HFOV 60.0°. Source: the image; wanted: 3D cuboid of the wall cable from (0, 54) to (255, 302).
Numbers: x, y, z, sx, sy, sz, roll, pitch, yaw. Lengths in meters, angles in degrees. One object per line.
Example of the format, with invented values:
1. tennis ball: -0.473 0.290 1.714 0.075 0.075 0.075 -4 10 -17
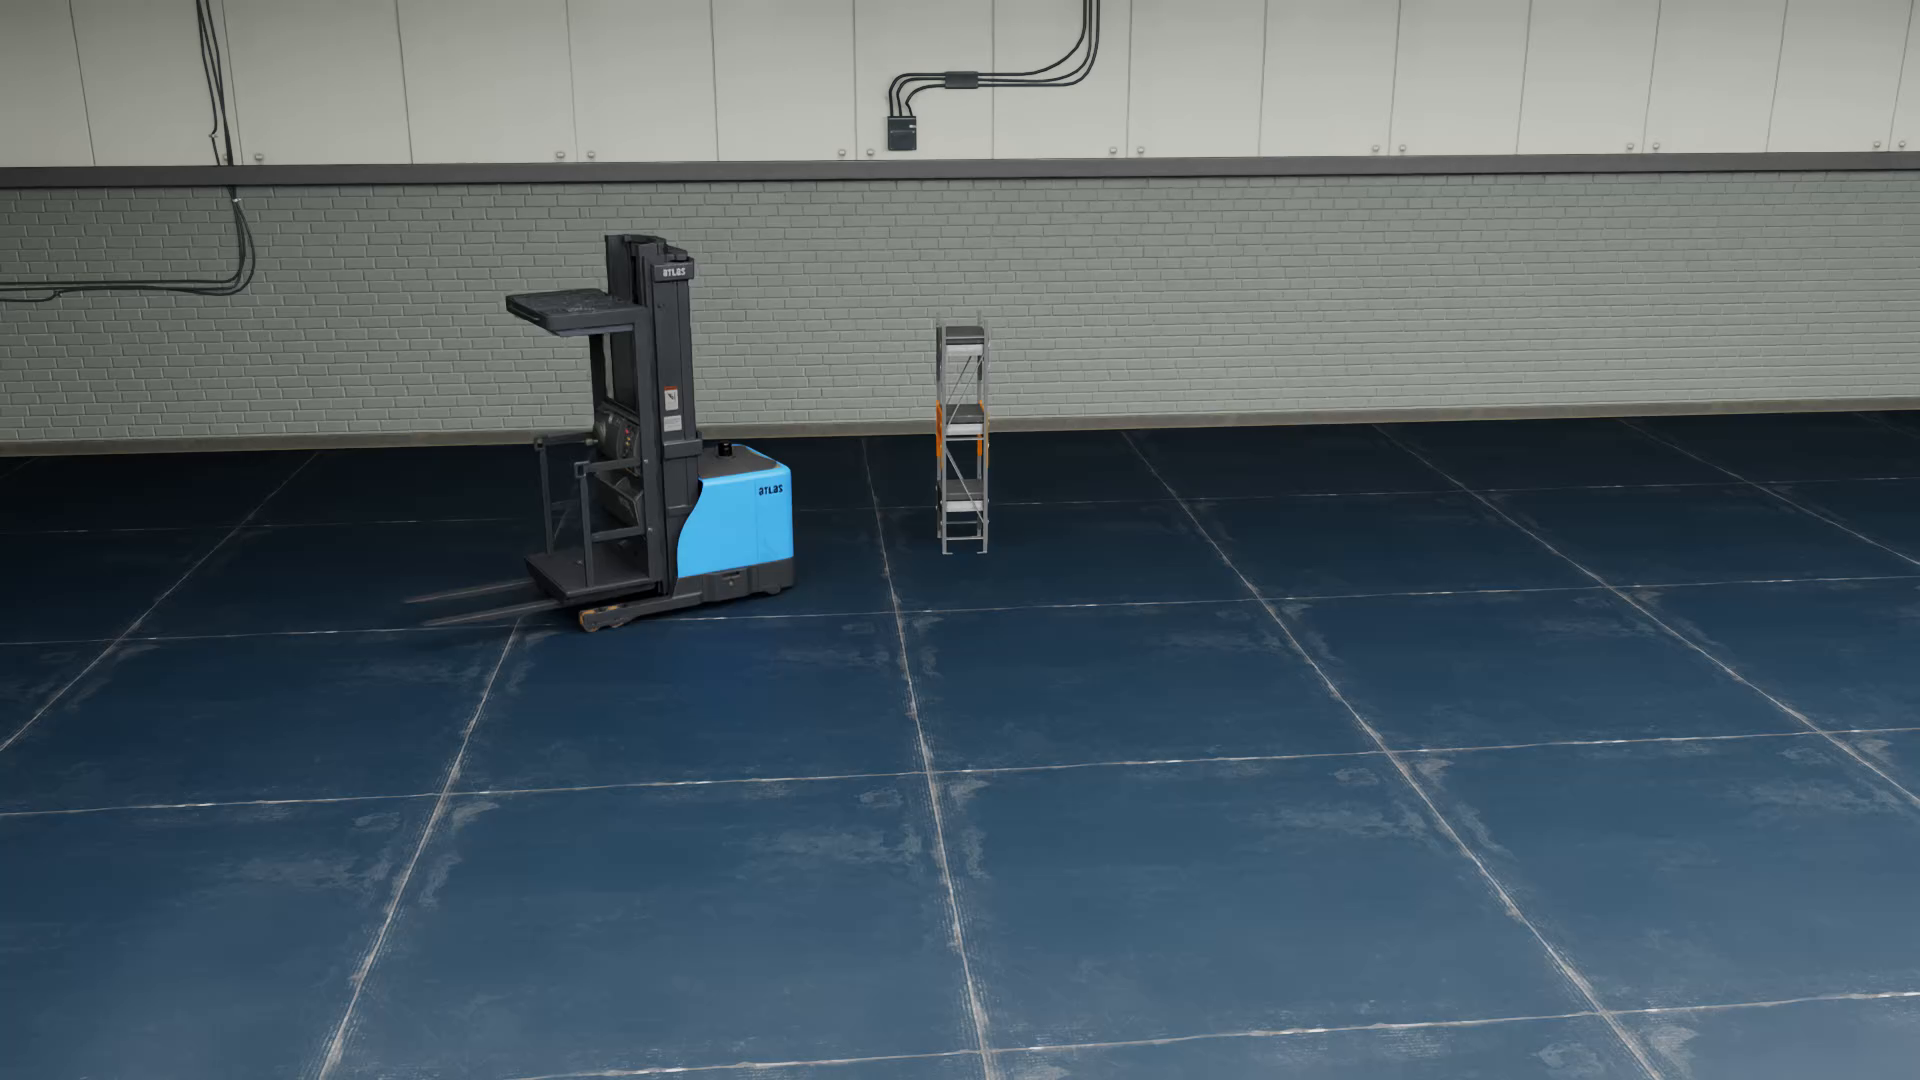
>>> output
1. wall cable: -9.077 -3.755 17.371 3.097 2.526 0.112 -2 18 -6

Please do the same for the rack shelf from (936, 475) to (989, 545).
1. rack shelf: 0.017 -0.272 14.992 0.431 0.518 0.480 -2 18 -6

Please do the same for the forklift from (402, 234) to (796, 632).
1. forklift: -2.896 -0.862 13.102 3.031 2.935 1.130 -10 20 -30

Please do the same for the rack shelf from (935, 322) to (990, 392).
1. rack shelf: 0.017 -1.607 14.573 0.431 0.518 0.480 -2 18 -6

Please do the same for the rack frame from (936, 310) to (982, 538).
1. rack frame: -0.008 -1.025 15.010 0.400 2.100 0.015 -2 18 -6

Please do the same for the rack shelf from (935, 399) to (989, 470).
1. rack shelf: 0.017 -0.939 14.782 0.431 0.518 0.480 -2 18 -6

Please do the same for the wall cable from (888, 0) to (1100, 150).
1. wall cable: 0.368 -7.147 17.315 2.305 6.003 0.169 -2 18 -6

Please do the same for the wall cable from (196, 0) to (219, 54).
1. wall cable: -6.386 -6.248 16.880 3.097 2.526 0.112 -2 18 -6

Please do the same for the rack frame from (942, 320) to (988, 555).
1. rack frame: 0.042 -0.880 14.547 0.400 2.100 0.015 -2 18 -6

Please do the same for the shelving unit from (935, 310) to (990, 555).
1. shelving unit: 0.017 -0.952 14.778 0.431 2.100 0.503 -2 18 -6
